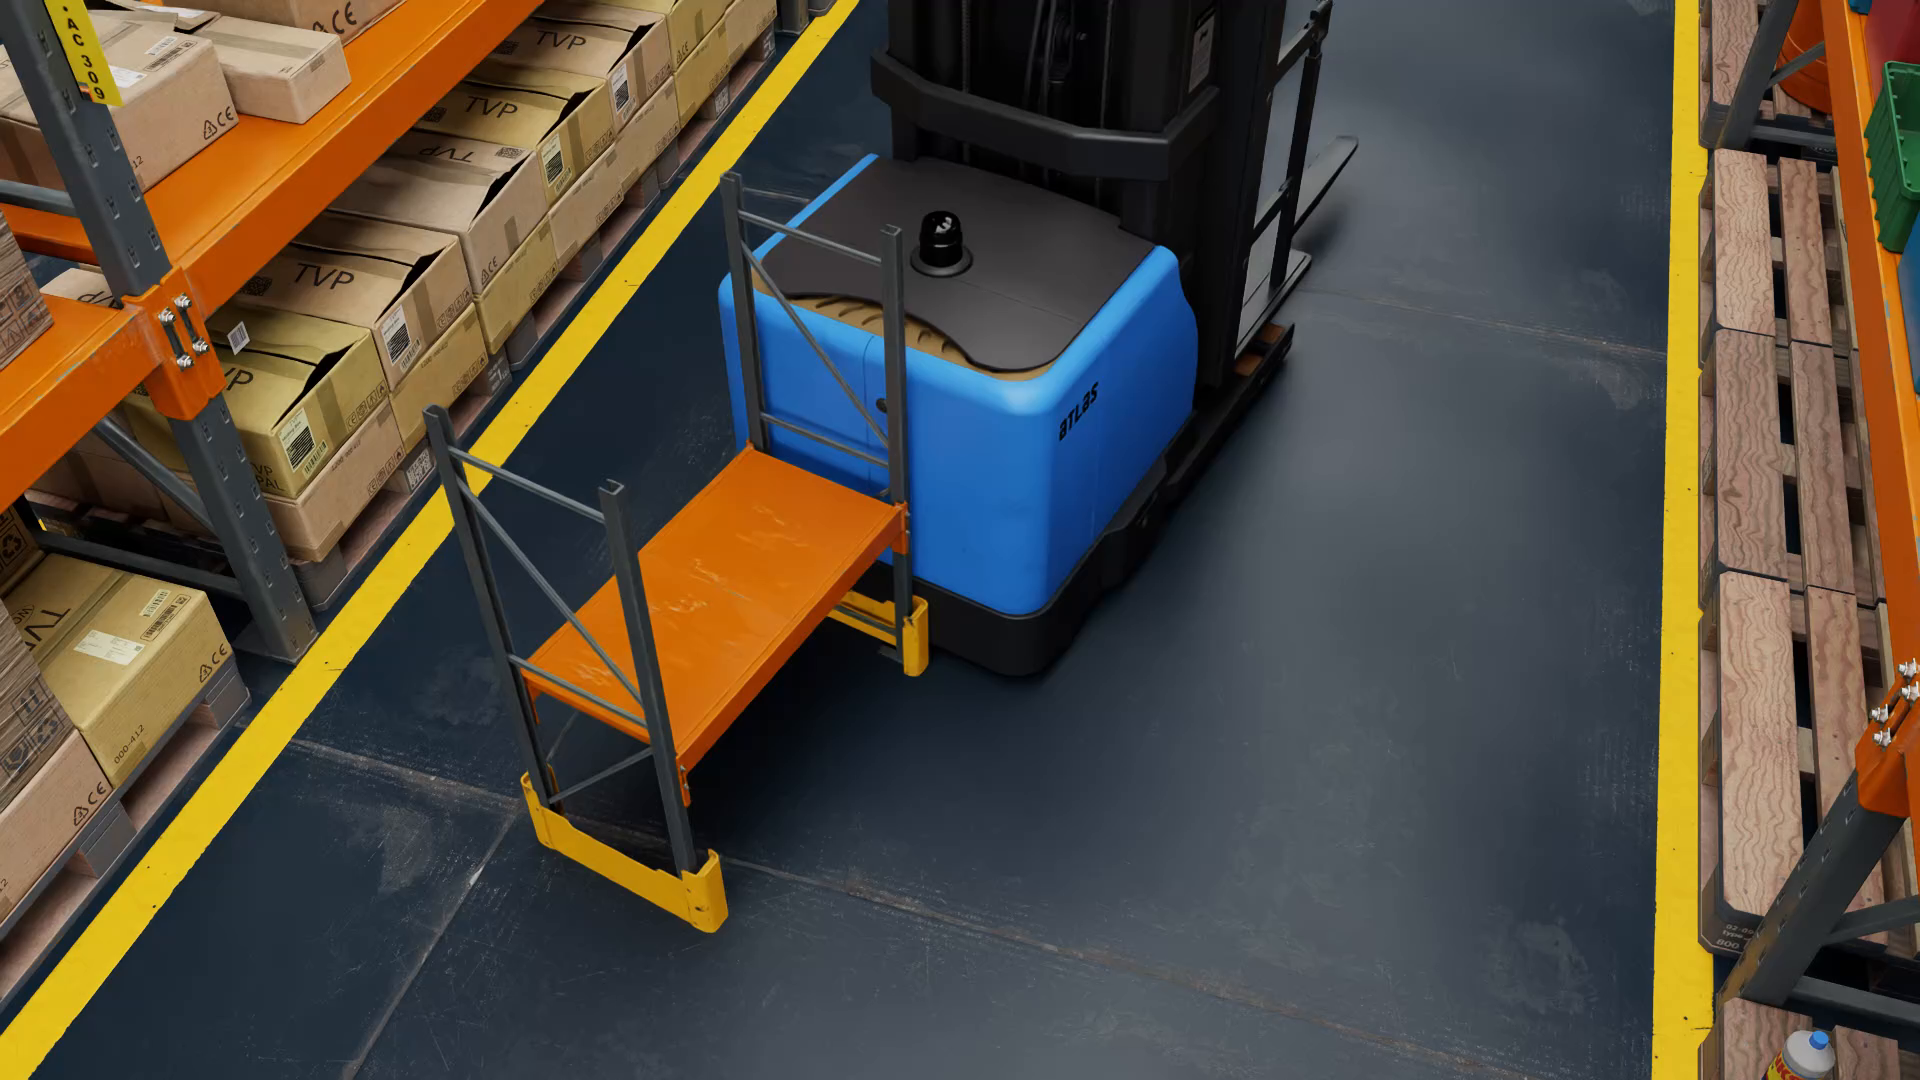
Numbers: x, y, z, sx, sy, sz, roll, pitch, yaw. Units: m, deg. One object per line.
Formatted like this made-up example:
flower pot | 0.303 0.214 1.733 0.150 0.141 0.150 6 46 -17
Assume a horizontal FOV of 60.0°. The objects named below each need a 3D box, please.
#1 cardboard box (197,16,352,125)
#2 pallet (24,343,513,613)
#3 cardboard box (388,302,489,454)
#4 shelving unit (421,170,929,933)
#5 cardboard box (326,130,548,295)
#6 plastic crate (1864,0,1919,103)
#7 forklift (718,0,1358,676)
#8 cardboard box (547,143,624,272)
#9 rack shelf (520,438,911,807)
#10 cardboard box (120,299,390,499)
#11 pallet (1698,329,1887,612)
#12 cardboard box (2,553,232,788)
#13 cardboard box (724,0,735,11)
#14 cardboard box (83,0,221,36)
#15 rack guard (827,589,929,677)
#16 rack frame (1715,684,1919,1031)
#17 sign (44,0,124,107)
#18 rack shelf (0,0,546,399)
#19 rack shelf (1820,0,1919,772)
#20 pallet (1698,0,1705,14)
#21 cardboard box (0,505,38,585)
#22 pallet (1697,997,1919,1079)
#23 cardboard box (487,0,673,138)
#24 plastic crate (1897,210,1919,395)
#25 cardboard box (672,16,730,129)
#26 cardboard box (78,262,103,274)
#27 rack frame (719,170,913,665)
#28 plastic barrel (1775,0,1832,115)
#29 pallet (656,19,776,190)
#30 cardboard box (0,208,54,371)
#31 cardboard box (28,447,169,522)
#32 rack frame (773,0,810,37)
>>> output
cardboard box | -1.938 -1.308 4.622 0.380 0.149 0.250 13 46 13
pallet | -2.216 -0.353 5.460 1.003 0.211 1.213 13 46 13
cardboard box | -1.887 -0.575 5.358 0.500 0.250 0.500 14 46 14
shelving unit | -0.609 0.040 4.136 0.587 1.500 1.083 22 49 21
cardboard box | -1.727 -1.119 5.513 0.500 0.311 0.500 11 45 11
plastic crate | 2.748 -1.476 4.568 0.402 0.464 0.583 13 46 13
forklift | 0.514 -1.679 4.870 1.130 2.935 3.031 22 49 21
cardboard box | -1.578 -1.259 6.058 0.500 0.250 0.500 13 46 13
rack shelf | -0.613 0.174 4.257 0.538 0.185 1.000 22 49 21
cardboard box | -2.039 -0.441 4.821 0.500 0.311 0.500 13 46 13
pallet | 2.887 -0.150 5.252 1.003 0.211 1.213 13 46 13
cardboard box | -2.334 0.337 4.426 0.500 0.250 0.500 13 46 13
cardboard box | -1.114 -2.483 6.908 0.500 0.311 0.500 14 46 14
cardboard box | -2.310 -1.428 4.660 0.396 0.266 0.258 12 46 12
rack guard | -0.357 0.186 4.881 0.587 0.250 0.087 22 49 21
rack frame | 2.318 0.201 2.900 1.000 3.000 0.127 13 46 13
sign | -1.872 -1.072 3.525 0.100 0.325 0.005 13 46 13
rack shelf | -1.796 -1.927 5.589 1.077 0.370 4.000 13 46 13
rack shelf | 2.924 -0.875 4.514 1.077 0.370 4.000 13 46 13
pallet | 4.100 -2.813 7.974 1.003 0.211 1.213 13 46 13
cardboard box | -2.840 -0.043 4.279 0.500 0.500 0.500 13 46 13
pallet | 2.075 1.637 3.427 1.003 0.211 1.213 13 46 13
cardboard box | -1.421 -1.800 6.209 0.500 0.311 0.500 12 46 12
plastic crate | 2.356 -0.594 3.724 0.392 0.384 0.575 13 46 13
cardboard box | -1.270 -1.938 6.751 0.500 0.250 0.500 12 46 12
cardboard box | -2.401 -0.897 5.287 0.500 0.311 0.500 14 46 14
rack frame | -0.356 -0.261 4.444 0.500 1.500 0.032 22 49 21
plastic barrel | 3.661 -2.169 6.574 0.600 0.830 0.708 13 46 13
pallet | -1.477 -1.980 7.122 1.003 0.211 1.213 13 46 13
cardboard box | -2.530 -0.589 3.636 0.700 0.500 0.500 11 46 11
cardboard box | -2.552 -0.356 5.135 0.500 0.250 0.500 12 46 12
rack frame | -1.190 -3.517 6.699 1.000 3.000 0.127 13 46 13
